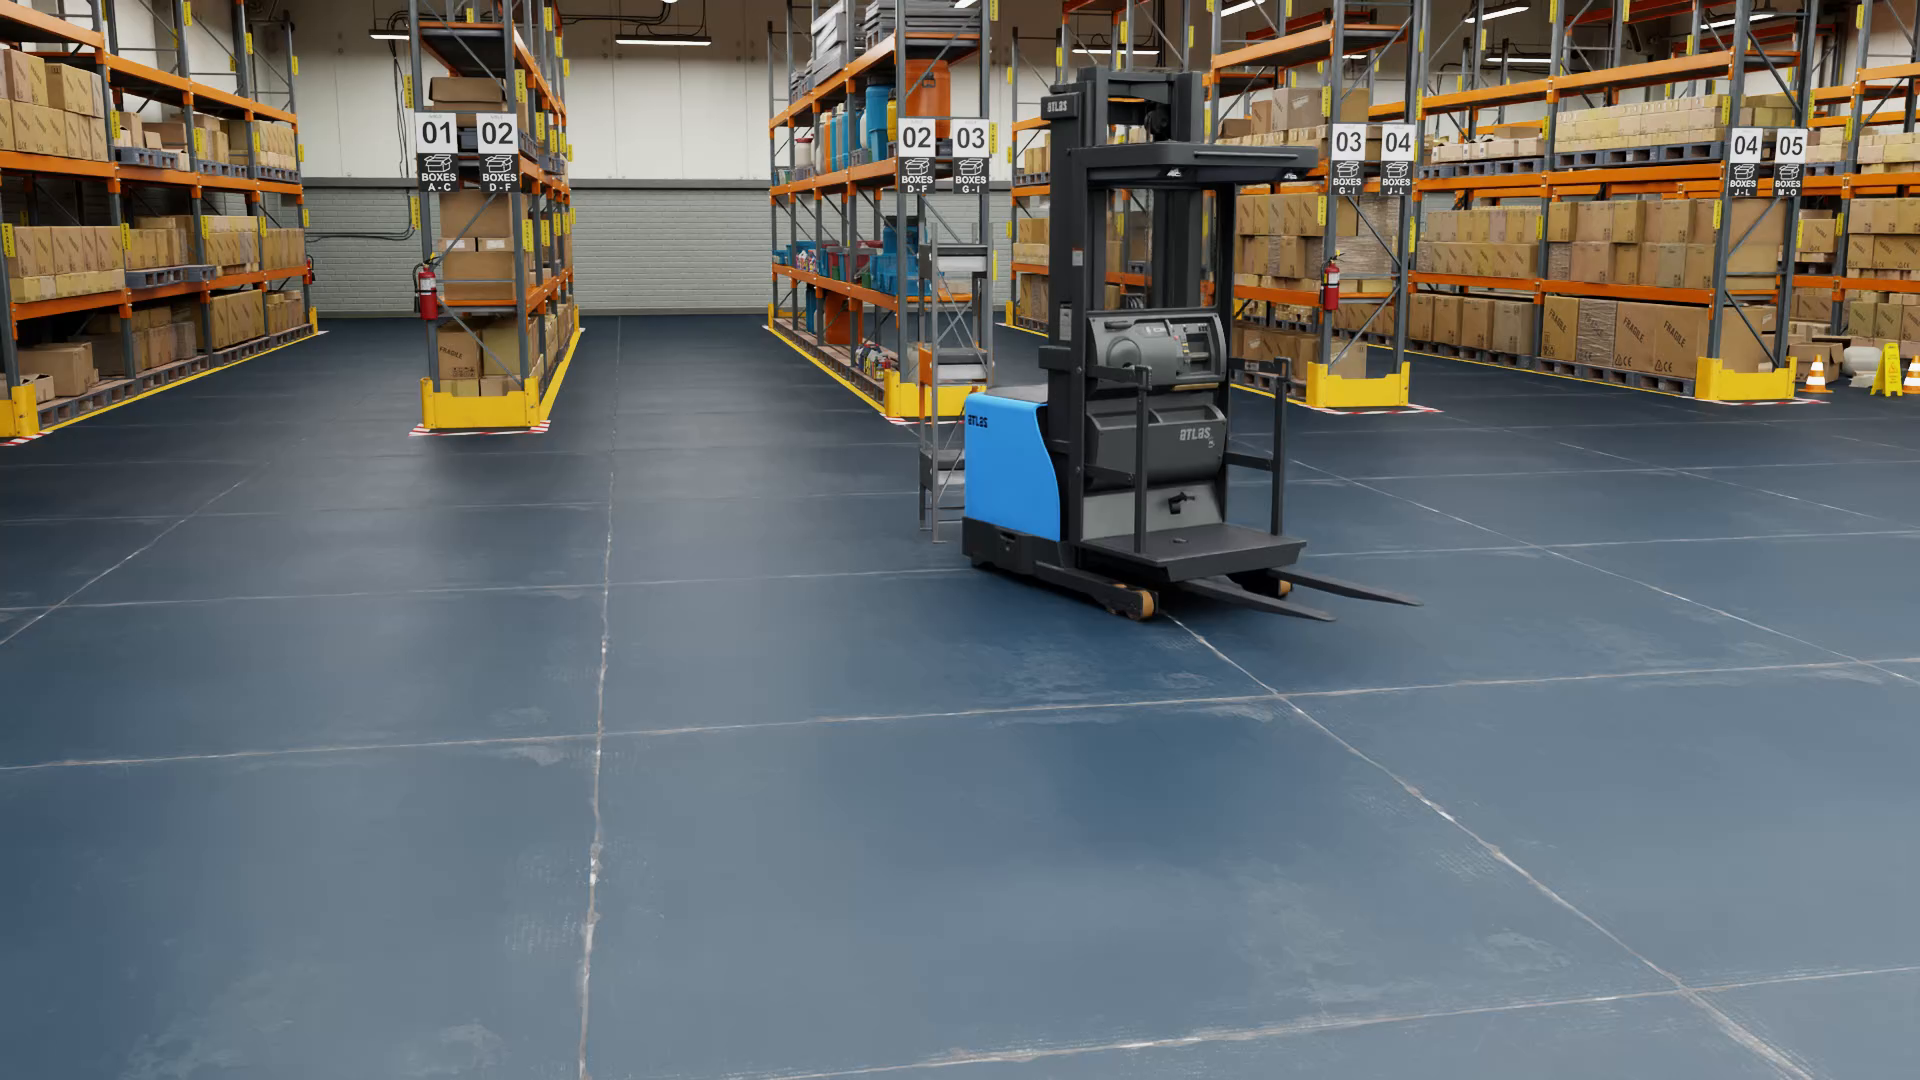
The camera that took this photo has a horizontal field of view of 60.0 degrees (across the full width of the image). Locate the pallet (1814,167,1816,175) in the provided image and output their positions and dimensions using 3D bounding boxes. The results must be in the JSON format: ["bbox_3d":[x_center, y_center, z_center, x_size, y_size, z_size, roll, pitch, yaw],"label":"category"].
[{"bbox_3d":[13.397,-5.829,26.278,1.213,0.211,1.003,-2,11,-11],"label":"pallet"}]

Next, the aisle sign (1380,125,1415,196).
[{"bbox_3d":[4.981,-4.323,18.934,0.394,0.787,0.004,-2,11,-11],"label":"aisle sign"}]

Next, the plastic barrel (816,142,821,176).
[{"bbox_3d":[-1.980,-5.794,25.293,0.421,0.512,0.421,0,11,0],"label":"plastic barrel"}]

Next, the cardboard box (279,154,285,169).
[{"bbox_3d":[-12.402,-6.780,29.786,0.500,0.250,0.500,-2,11,-13],"label":"cardboard box"}]

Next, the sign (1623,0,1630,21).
[{"bbox_3d":[9.331,-7.441,23.303,0.100,0.325,0.005,-2,11,-11],"label":"sign"}]

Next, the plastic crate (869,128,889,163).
[{"bbox_3d":[-0.850,-4.671,19.734,0.392,0.384,0.575,-2,11,-11],"label":"plastic crate"}]

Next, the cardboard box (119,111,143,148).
[{"bbox_3d":[-10.947,-5.298,21.596,0.500,0.500,0.500,-3,11,-13],"label":"cardboard box"}]

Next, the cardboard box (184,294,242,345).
[{"bbox_3d":[-11.636,-3.424,25.789,0.750,0.750,0.750,-2,11,-11],"label":"cardboard box"}]

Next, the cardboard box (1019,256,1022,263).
[{"bbox_3d":[1.409,-5.686,33.721,0.380,0.149,0.250,-2,11,-12],"label":"cardboard box"}]

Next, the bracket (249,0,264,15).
[{"bbox_3d":[-13.958,-10.556,32.964,0.235,0.232,0.430,-2,11,-11],"label":"bracket"}]

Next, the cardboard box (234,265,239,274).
[{"bbox_3d":[-11.688,-4.307,26.420,0.380,0.149,0.250,-2,11,-13],"label":"cardboard box"}]

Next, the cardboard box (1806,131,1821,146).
[{"bbox_3d":[13.160,-6.280,26.088,0.500,0.250,0.500,-2,11,-10],"label":"cardboard box"}]

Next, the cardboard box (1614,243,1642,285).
[{"bbox_3d":[9.185,-3.651,21.956,0.875,0.550,0.500,-2,11,-11],"label":"cardboard box"}]

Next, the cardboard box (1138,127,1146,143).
[{"bbox_3d":[3.053,-6.093,25.560,0.500,0.500,0.500,-2,11,-11],"label":"cardboard box"}]

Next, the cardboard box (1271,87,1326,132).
[{"bbox_3d":[4.125,-5.236,20.260,0.500,0.500,0.500,-2,11,-11],"label":"cardboard box"}]

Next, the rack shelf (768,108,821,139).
[{"bbox_3d":[-2.907,-7.831,31.267,1.077,0.370,4.000,-2,11,-11],"label":"rack shelf"}]

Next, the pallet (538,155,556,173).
[{"bbox_3d":[-6.159,-5.209,23.022,1.003,0.211,1.213,-2,11,-8],"label":"pallet"}]

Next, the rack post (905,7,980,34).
[{"bbox_3d":[-0.206,-5.711,18.471,0.937,0.300,0.954,-1,11,-5],"label":"rack post"}]

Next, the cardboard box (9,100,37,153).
[{"bbox_3d":[-9.791,-4.209,16.942,0.500,0.500,0.500,-1,11,-7],"label":"cardboard box"}]

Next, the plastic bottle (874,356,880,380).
[{"bbox_3d":[-1.012,-2.090,20.241,0.061,0.283,0.133,-2,11,-10],"label":"plastic bottle"}]

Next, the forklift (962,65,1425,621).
[{"bbox_3d":[1.233,-1.107,9.175,1.130,2.935,3.031,-7,13,-32],"label":"forklift"}]

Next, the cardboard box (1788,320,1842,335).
[{"bbox_3d":[13.370,-3.284,26.330,0.950,0.372,0.625,-1,11,-7],"label":"cardboard box"}]

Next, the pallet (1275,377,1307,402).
[{"bbox_3d":[4.536,-1.841,20.303,1.003,0.211,1.213,-2,11,-11],"label":"pallet"}]

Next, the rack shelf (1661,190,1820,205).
[{"bbox_3d":[16.541,-7.276,35.302,1.077,0.370,4.000,-2,11,-11],"label":"rack shelf"}]

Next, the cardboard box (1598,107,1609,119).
[{"bbox_3d":[8.719,-5.673,22.106,0.380,0.149,0.250,-2,11,-10],"label":"cardboard box"}]

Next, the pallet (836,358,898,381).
[{"bbox_3d":[-1.153,-2.373,23.097,1.003,0.211,1.213,-2,11,-11],"label":"pallet"}]

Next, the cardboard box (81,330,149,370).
[{"bbox_3d":[-10.989,-2.455,21.581,0.700,0.500,0.500,-2,11,-12],"label":"cardboard box"}]

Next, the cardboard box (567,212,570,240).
[{"bbox_3d":[-7.495,-5.808,30.748,0.500,0.500,0.500,-2,11,-9],"label":"cardboard box"}]

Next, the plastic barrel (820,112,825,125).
[{"bbox_3d":[-2.036,-6.686,27.814,0.600,0.901,0.708,-2,11,-11],"label":"plastic barrel"}]

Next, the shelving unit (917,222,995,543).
[{"bbox_3d":[-0.032,-1.062,11.160,0.431,2.100,0.503,-2,11,-11],"label":"shelving unit"}]

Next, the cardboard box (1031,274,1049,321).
[{"bbox_3d":[1.943,-4.862,33.278,0.875,0.875,0.875,-2,11,-11],"label":"cardboard box"}]

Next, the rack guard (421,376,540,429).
[{"bbox_3d":[-5.039,-1.454,17.500,1.175,0.500,0.348,-2,11,-11],"label":"rack guard"}]

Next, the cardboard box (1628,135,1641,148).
[{"bbox_3d":[8.866,-5.142,21.449,0.380,0.149,0.250,-2,11,-10],"label":"cardboard box"}]

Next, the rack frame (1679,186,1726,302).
[{"bbox_3d":[12.839,-4.874,28.781,1.000,3.000,0.127,-2,11,-11],"label":"rack frame"}]

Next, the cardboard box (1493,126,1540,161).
[{"bbox_3d":[8.616,-6.145,25.778,0.500,0.500,0.500,-2,11,-11],"label":"cardboard box"}]

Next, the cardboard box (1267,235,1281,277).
[{"bbox_3d":[4.325,-3.524,20.626,0.875,0.500,0.500,-2,11,-11],"label":"cardboard box"}]

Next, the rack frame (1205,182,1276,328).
[{"bbox_3d":[3.897,-3.780,23.033,1.000,3.000,0.127,-2,11,-11],"label":"rack frame"}]

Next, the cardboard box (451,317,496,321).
[{"bbox_3d":[-5.933,-2.456,20.305,0.500,0.500,0.500,-2,11,-11],"label":"cardboard box"}]

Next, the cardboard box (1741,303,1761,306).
[{"bbox_3d":[16.464,-4.809,34.629,0.396,0.266,0.258,-2,11,-9],"label":"cardboard box"}]

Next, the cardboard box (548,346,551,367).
[{"bbox_3d":[-5.755,-2.453,22.291,0.500,0.250,0.500,-2,11,-10],"label":"cardboard box"}]

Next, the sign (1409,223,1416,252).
[{"bbox_3d":[5.207,-3.491,19.202,0.100,0.325,0.005,-2,11,-11],"label":"sign"}]

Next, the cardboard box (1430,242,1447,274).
[{"bbox_3d":[7.928,-4.539,26.755,0.500,0.500,0.500,-2,11,-12],"label":"cardboard box"}]

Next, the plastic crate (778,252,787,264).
[{"bbox_3d":[-3.256,-5.394,31.802,0.416,0.233,0.300,-2,11,-11],"label":"plastic crate"}]

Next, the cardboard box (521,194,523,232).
[{"bbox_3d":[-5.533,-3.841,19.618,0.700,0.500,0.500,-2,11,-11],"label":"cardboard box"}]

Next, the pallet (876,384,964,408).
[{"bbox_3d":[-0.398,-1.658,19.341,1.003,0.211,1.213,-2,11,-11],"label":"pallet"}]

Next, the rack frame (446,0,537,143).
[{"bbox_3d":[-5.821,-6.367,20.583,1.000,3.000,0.127,-2,11,-11],"label":"rack frame"}]

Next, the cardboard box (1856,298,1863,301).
[{"bbox_3d":[17.223,-4.291,31.282,0.500,0.500,0.500,-2,11,-9],"label":"cardboard box"}]

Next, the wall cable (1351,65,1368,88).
[{"bbox_3d":[9.901,-10.321,41.357,0.463,3.000,0.029,-2,11,-11],"label":"wall cable"}]

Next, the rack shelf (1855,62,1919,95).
[{"bbox_3d":[14.006,-6.366,22.506,1.077,0.370,4.000,-2,11,-11],"label":"rack shelf"}]

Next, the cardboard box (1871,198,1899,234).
[{"bbox_3d":[13.568,-4.644,23.834,0.700,0.500,0.500,-2,11,-11],"label":"cardboard box"}]

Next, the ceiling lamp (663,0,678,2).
[{"bbox_3d":[-4.564,-10.647,27.455,0.800,3.185,2.000,-2,11,-11],"label":"ceiling lamp"}]

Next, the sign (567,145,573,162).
[{"bbox_3d":[-7.607,-7.546,32.431,0.100,0.325,0.005,-2,11,-11],"label":"sign"}]

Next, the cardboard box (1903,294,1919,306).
[{"bbox_3d":[13.590,-3.396,23.508,0.380,0.149,0.250,-1,11,-8],"label":"cardboard box"}]

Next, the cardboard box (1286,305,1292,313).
[{"bbox_3d":[6.697,-4.600,33.050,0.380,0.149,0.250,-2,11,-10],"label":"cardboard box"}]

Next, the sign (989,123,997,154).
[{"bbox_3d":[0.357,-4.363,18.052,0.100,0.325,0.005,-2,11,-11],"label":"sign"}]

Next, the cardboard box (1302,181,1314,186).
[{"bbox_3d":[6.865,-6.889,31.747,0.500,0.250,0.500,-2,11,-10],"label":"cardboard box"}]
